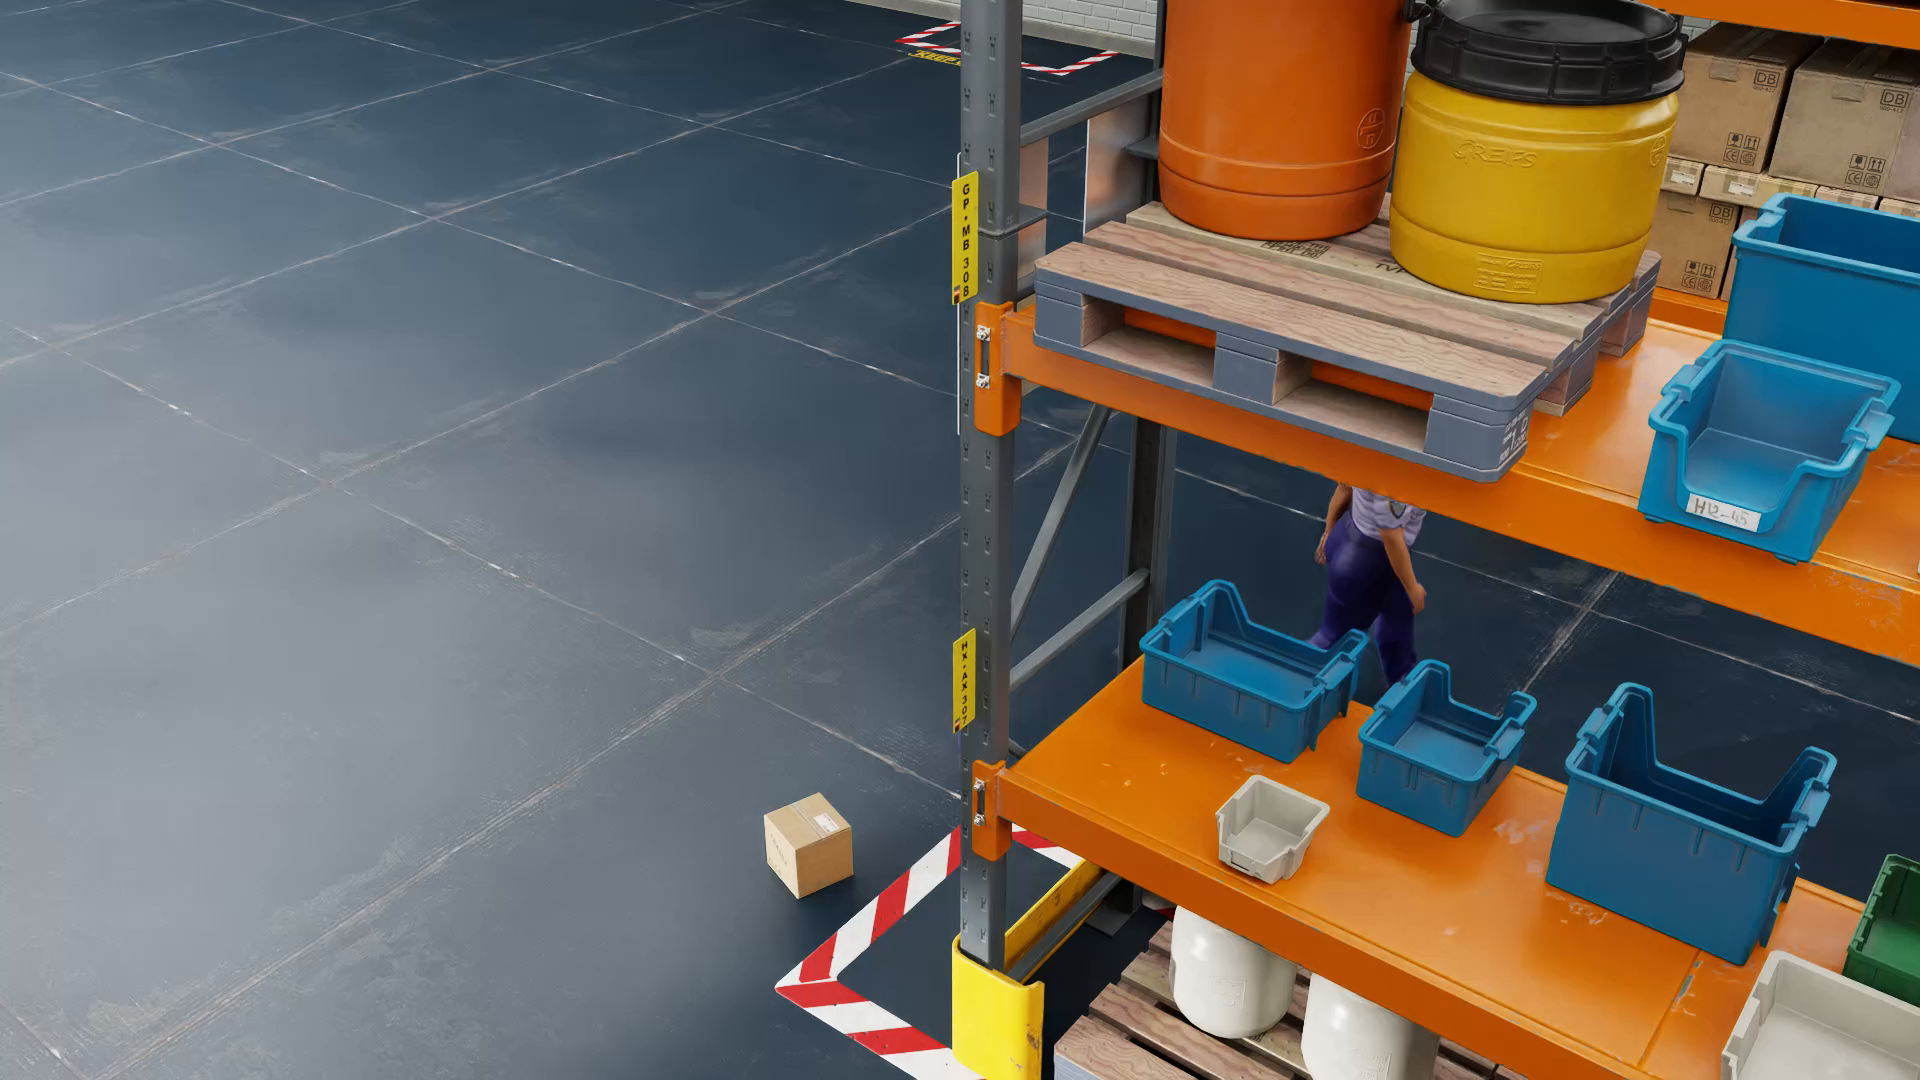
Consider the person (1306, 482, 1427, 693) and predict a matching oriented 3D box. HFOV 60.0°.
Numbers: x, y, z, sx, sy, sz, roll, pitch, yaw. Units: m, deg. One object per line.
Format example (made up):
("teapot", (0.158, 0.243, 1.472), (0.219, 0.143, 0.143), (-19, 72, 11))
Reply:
("person", (1.777, 0.110, 6.979), (0.807, 1.666, 0.518), (0, 31, 0))
